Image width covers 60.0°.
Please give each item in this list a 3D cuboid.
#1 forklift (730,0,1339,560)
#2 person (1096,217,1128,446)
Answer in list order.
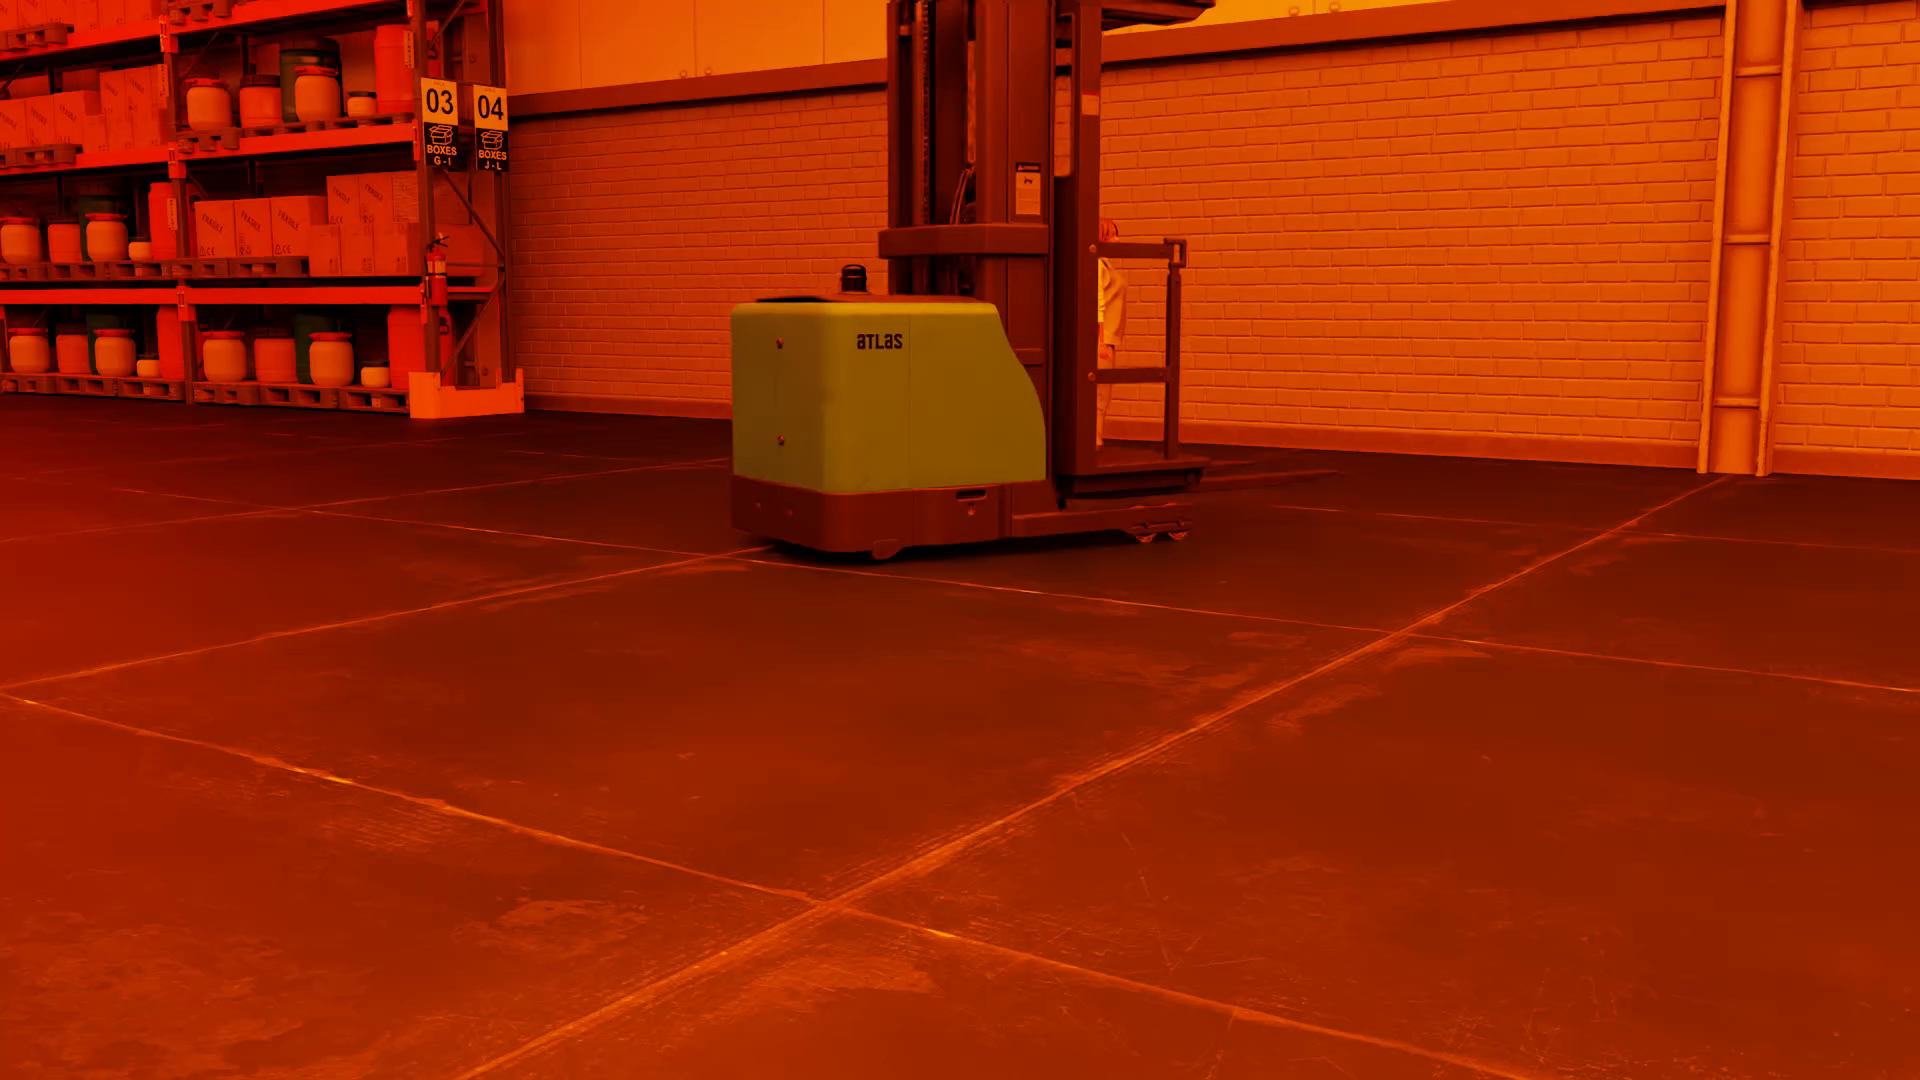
[{"bbox_3d":[0.478,-1.501,7.747,3.031,2.935,1.130,-5,10,-33],"label":"forklift"},{"bbox_3d":[0.891,-1.198,10.351,0.330,1.602,0.409,1,8,7],"label":"person"}]
